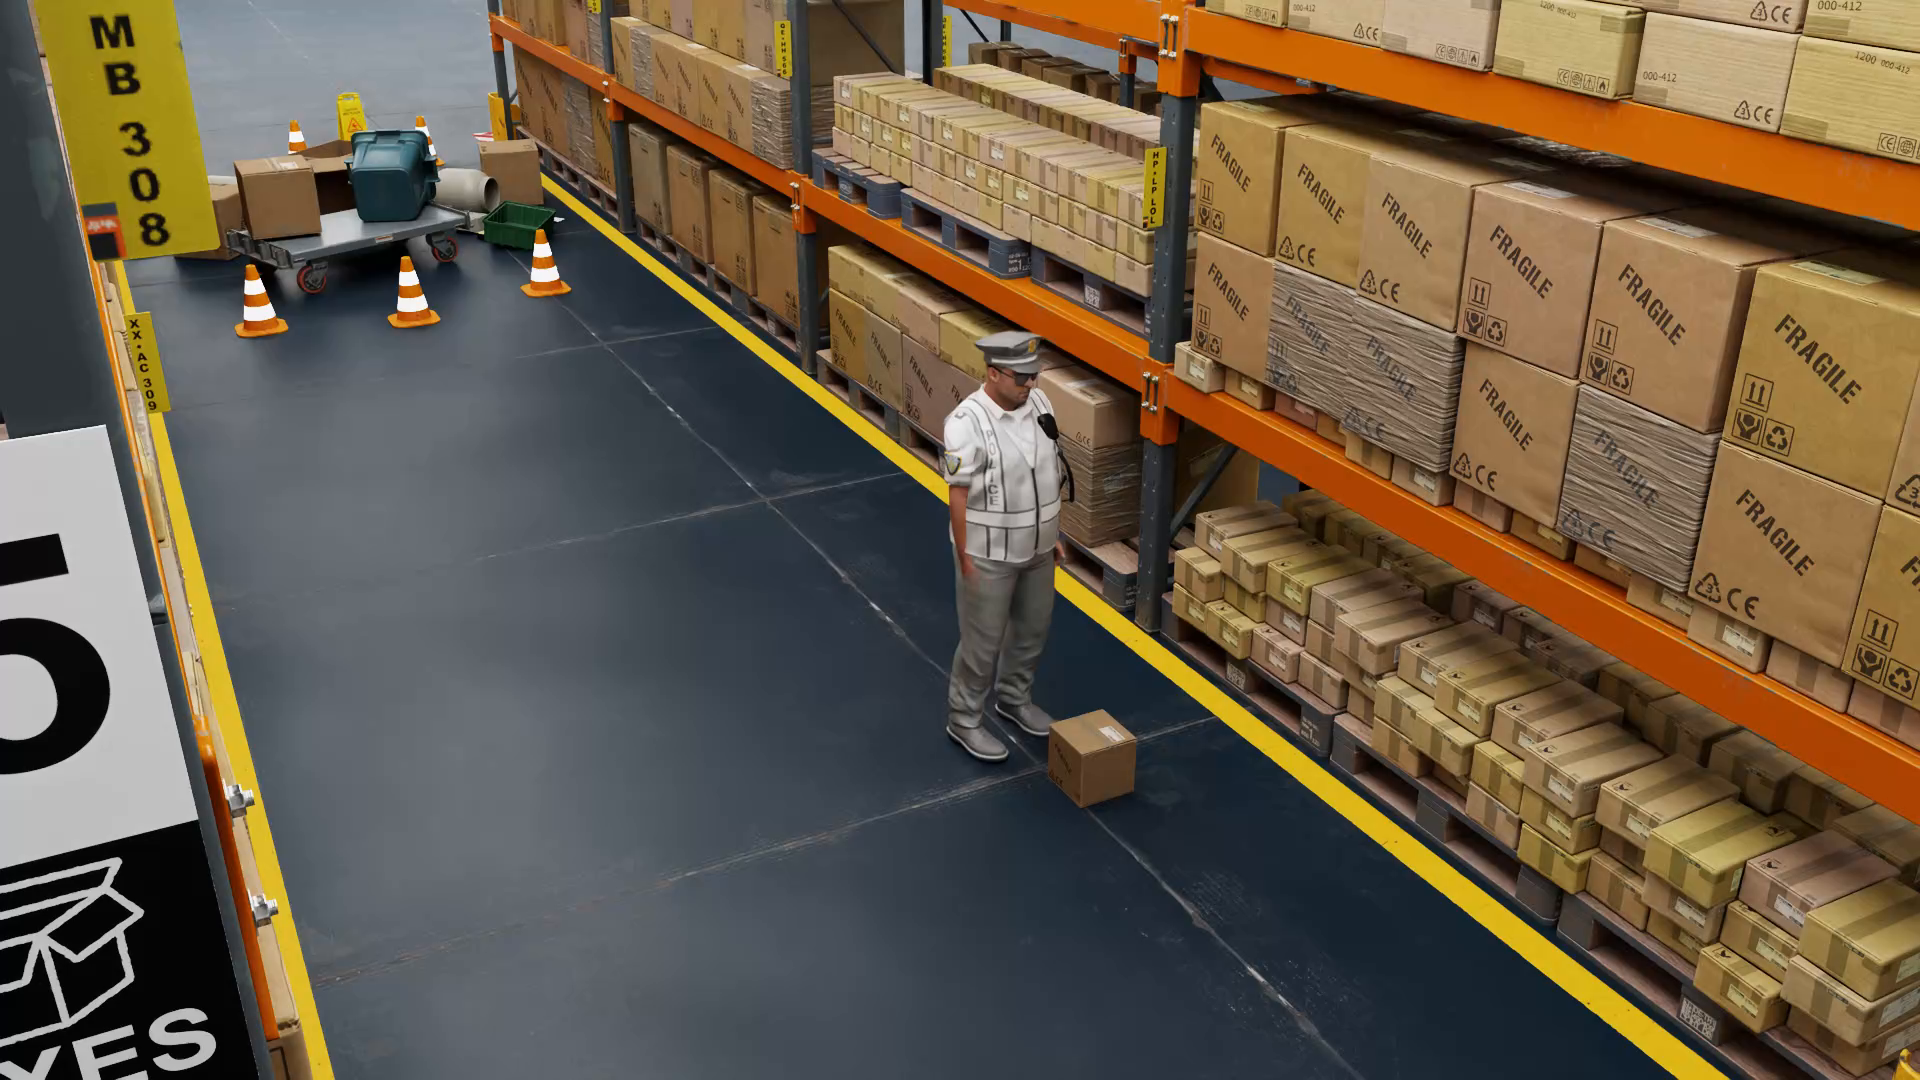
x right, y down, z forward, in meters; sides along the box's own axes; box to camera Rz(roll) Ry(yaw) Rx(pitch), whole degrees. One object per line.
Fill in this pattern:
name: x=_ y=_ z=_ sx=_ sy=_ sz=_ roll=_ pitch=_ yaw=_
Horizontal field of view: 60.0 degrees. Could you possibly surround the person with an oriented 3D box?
person: x=0.195 y=0.017 z=6.577 sx=0.528 sy=1.744 sz=0.392 roll=-20 pitch=32 yaw=-36
